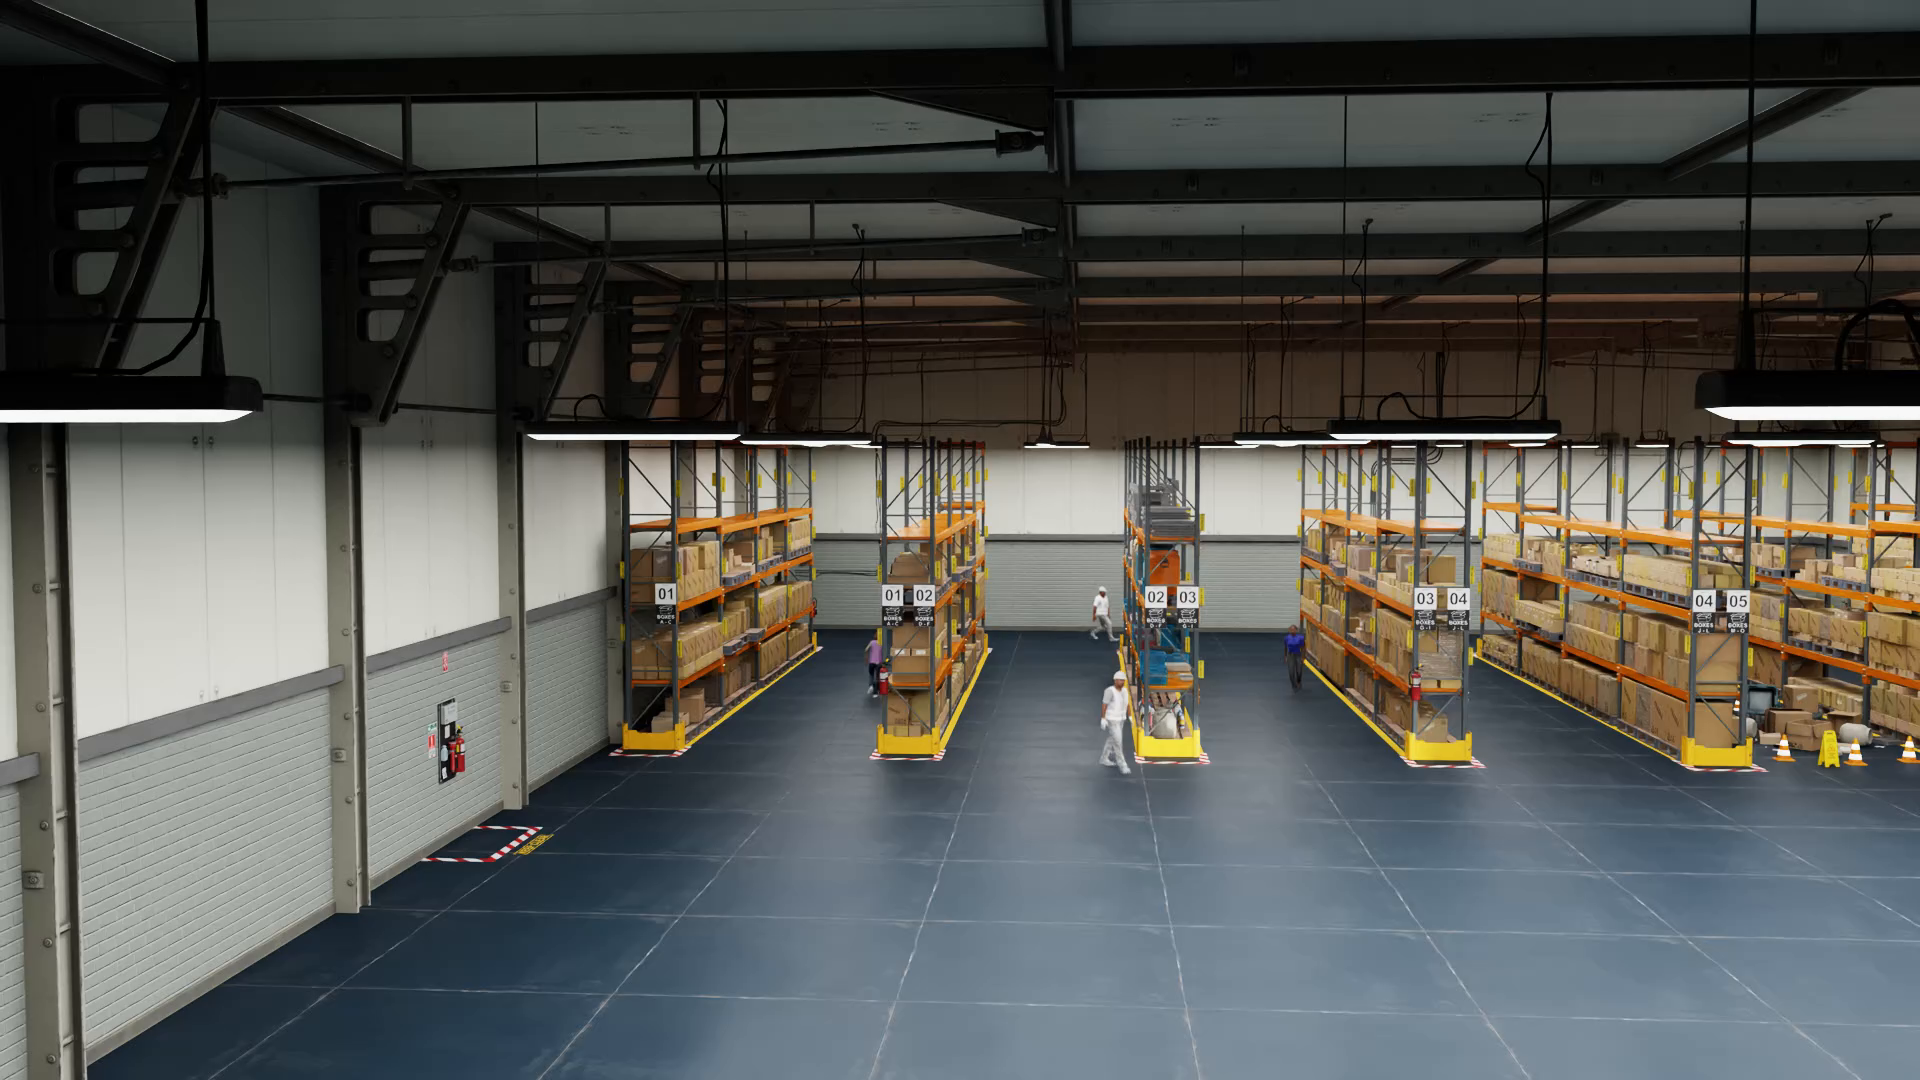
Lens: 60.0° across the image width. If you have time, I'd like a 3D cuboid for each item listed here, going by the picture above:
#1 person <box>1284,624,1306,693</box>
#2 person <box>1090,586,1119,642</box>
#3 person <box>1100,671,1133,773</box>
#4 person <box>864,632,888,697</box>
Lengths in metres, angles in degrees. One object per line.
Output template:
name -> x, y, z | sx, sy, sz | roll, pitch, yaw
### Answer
person -> 7.960, 2.803, 39.485 | 0.507, 1.636, 0.559 | 1, 3, 17
person -> 4.336, 2.219, 50.137 | 1.085, 1.655, 0.559 | 2, 4, 34
person -> 2.844, 3.233, 29.866 | 0.880, 1.760, 0.579 | 3, 4, 41
person -> -1.956, 2.896, 38.937 | 0.536, 1.500, 0.756 | 0, 3, 8
